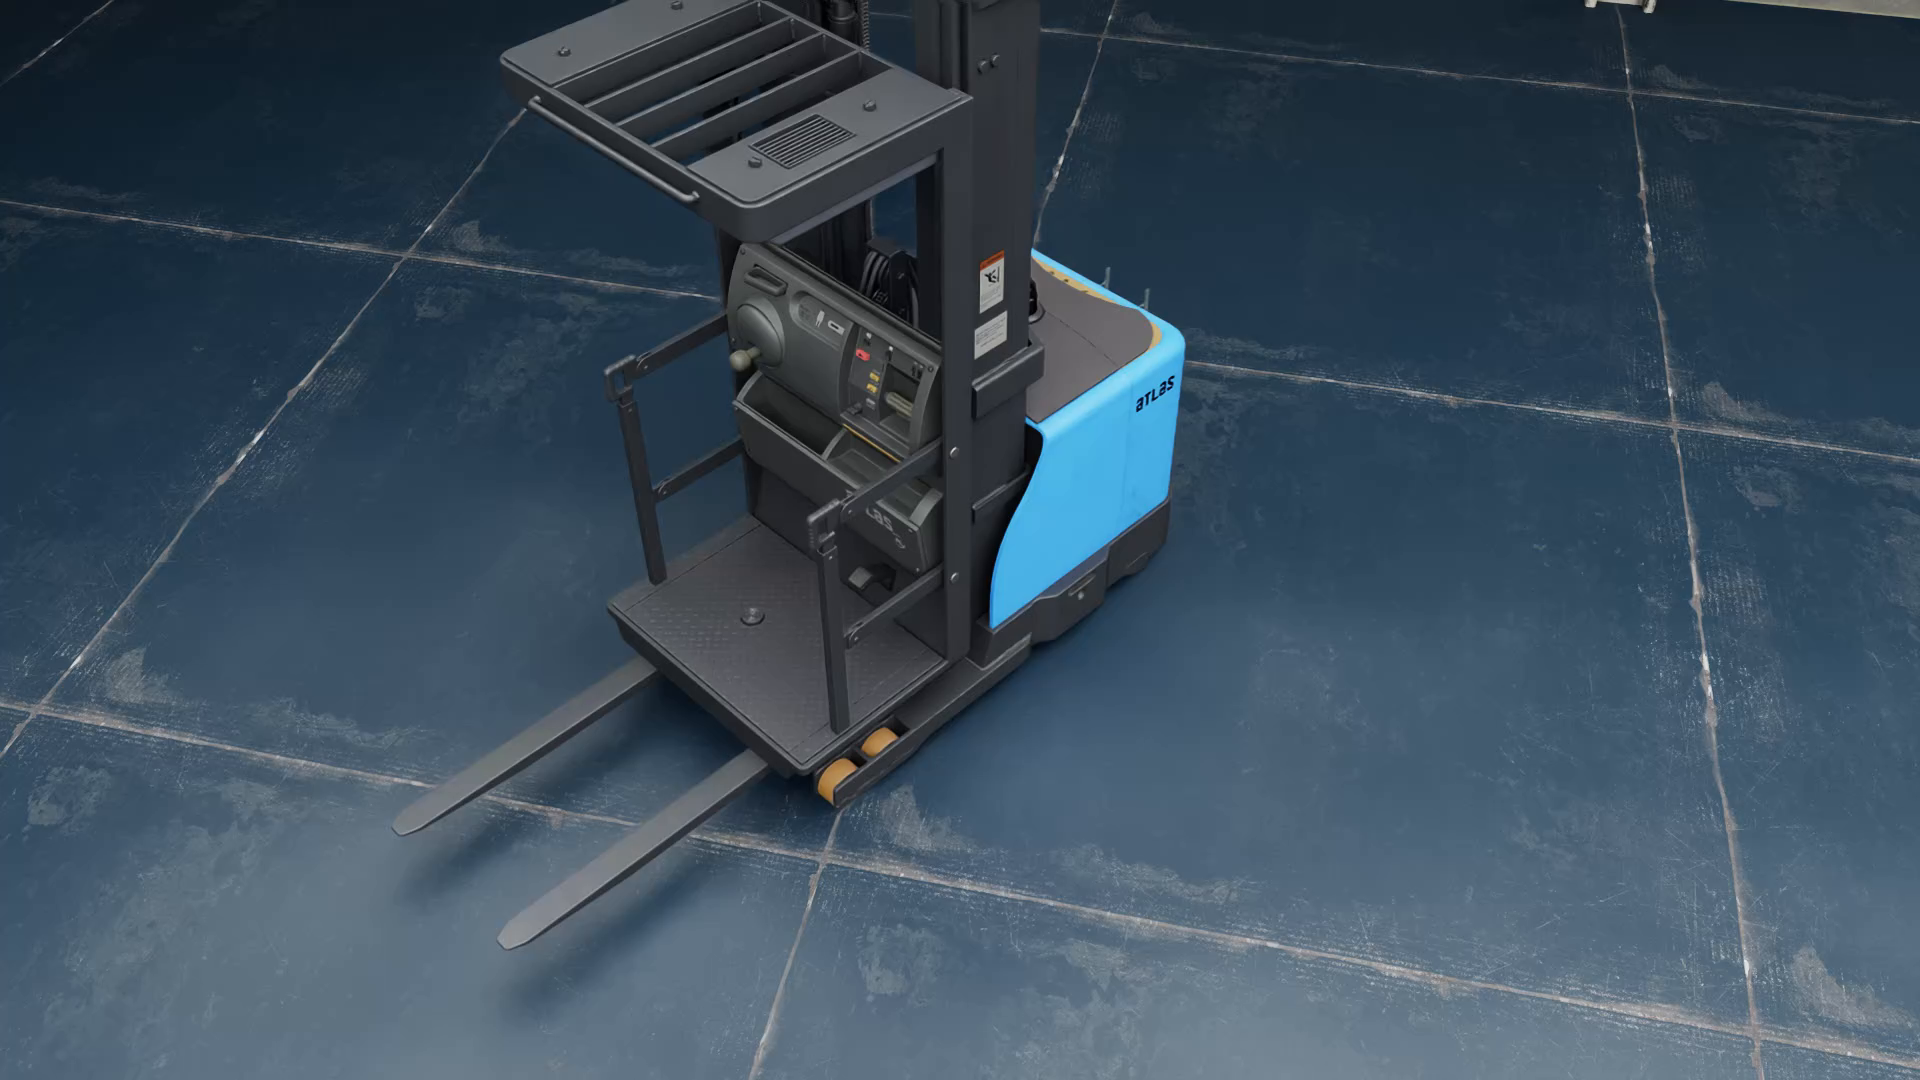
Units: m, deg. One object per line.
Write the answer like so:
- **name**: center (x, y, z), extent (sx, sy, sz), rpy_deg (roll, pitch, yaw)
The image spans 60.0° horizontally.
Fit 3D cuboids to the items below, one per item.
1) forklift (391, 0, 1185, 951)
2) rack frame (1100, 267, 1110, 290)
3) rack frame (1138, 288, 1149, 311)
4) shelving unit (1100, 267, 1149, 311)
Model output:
- **forklift**: center (-0.566, -0.539, 5.196), extent (1.130, 2.935, 3.031), rpy_deg (35, 54, 31)
- **rack frame**: center (0.506, -0.694, 6.822), extent (0.006, 0.900, 0.240), rpy_deg (35, 54, 31)
- **rack frame**: center (0.650, -0.595, 6.719), extent (0.006, 0.900, 0.240), rpy_deg (35, 54, 31)
- **shelving unit**: center (0.578, -0.645, 6.771), extent (0.210, 0.900, 0.258), rpy_deg (35, 54, 31)
